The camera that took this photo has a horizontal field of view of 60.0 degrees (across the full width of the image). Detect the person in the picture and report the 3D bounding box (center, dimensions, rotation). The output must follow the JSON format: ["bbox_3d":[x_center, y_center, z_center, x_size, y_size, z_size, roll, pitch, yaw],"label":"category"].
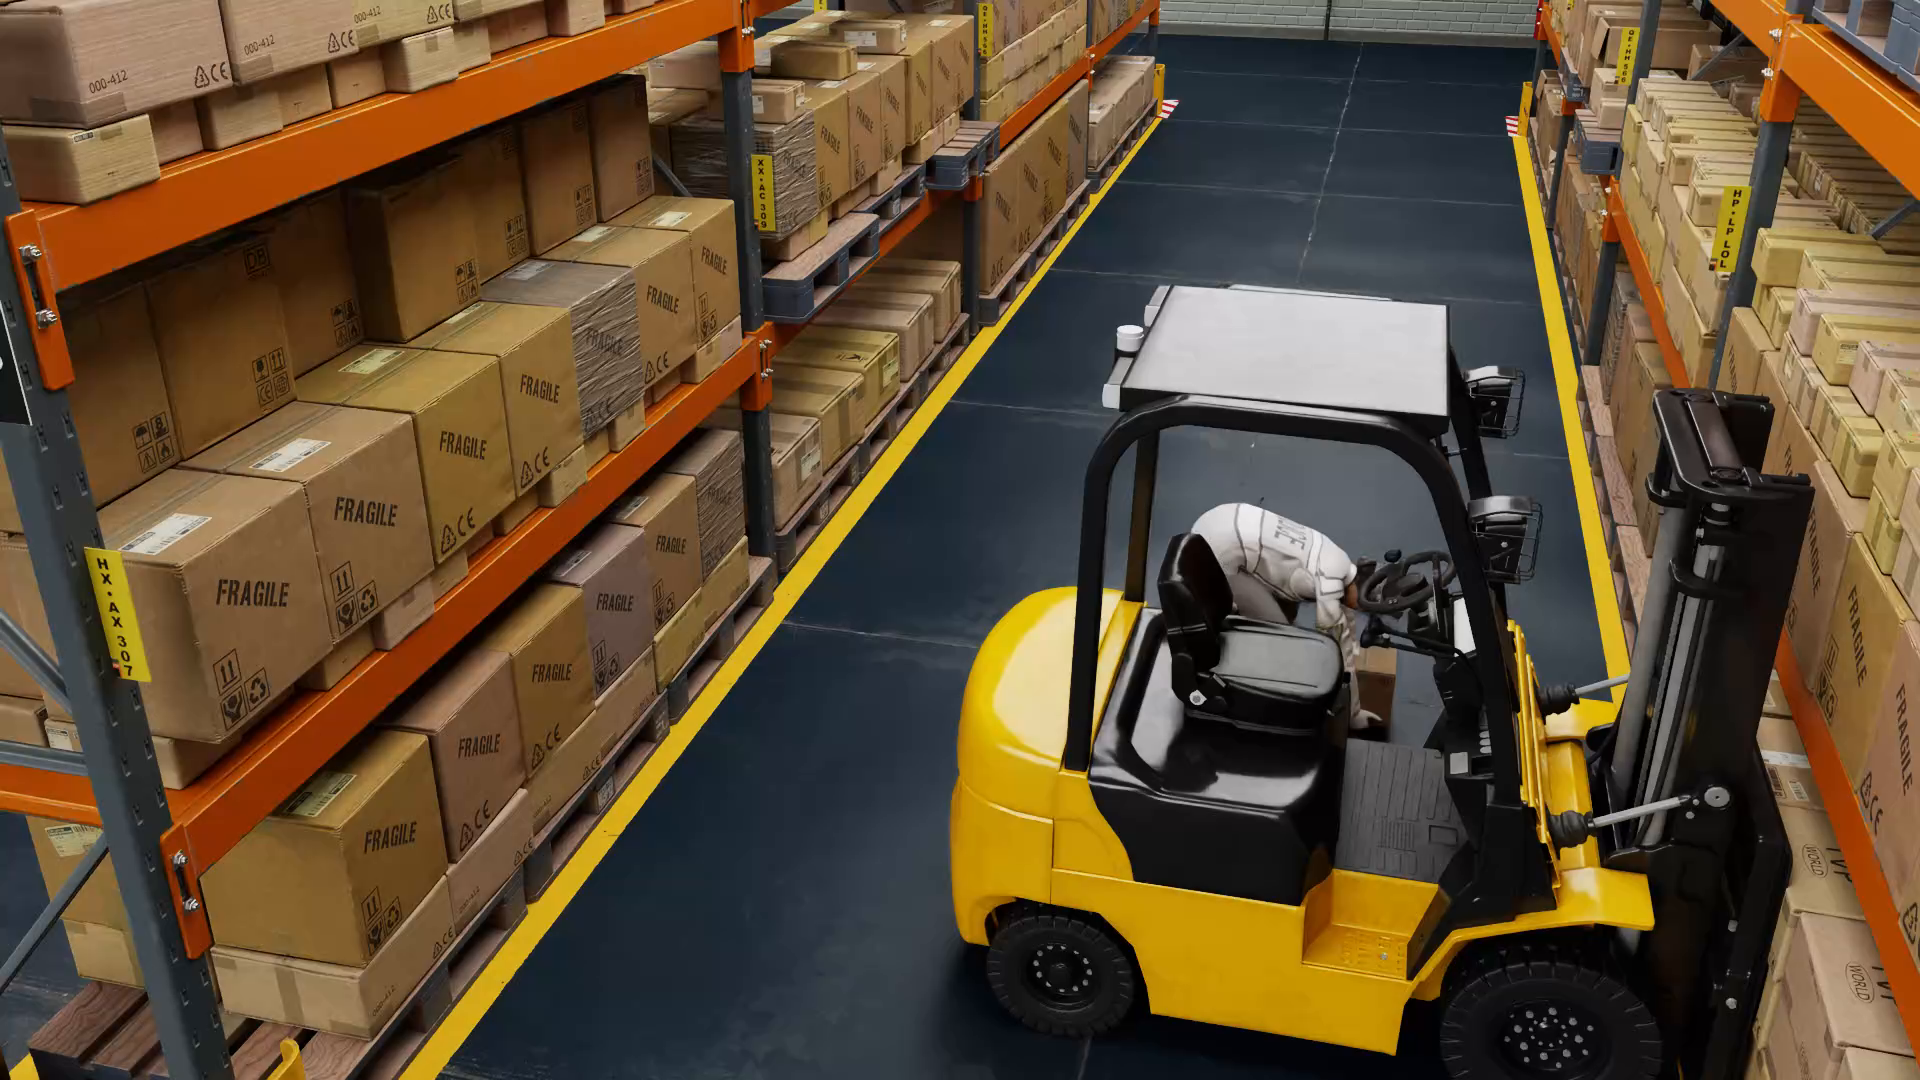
[{"bbox_3d":[1.354,0.320,6.805,0.881,0.919,0.456,5,26,11],"label":"person"}]
